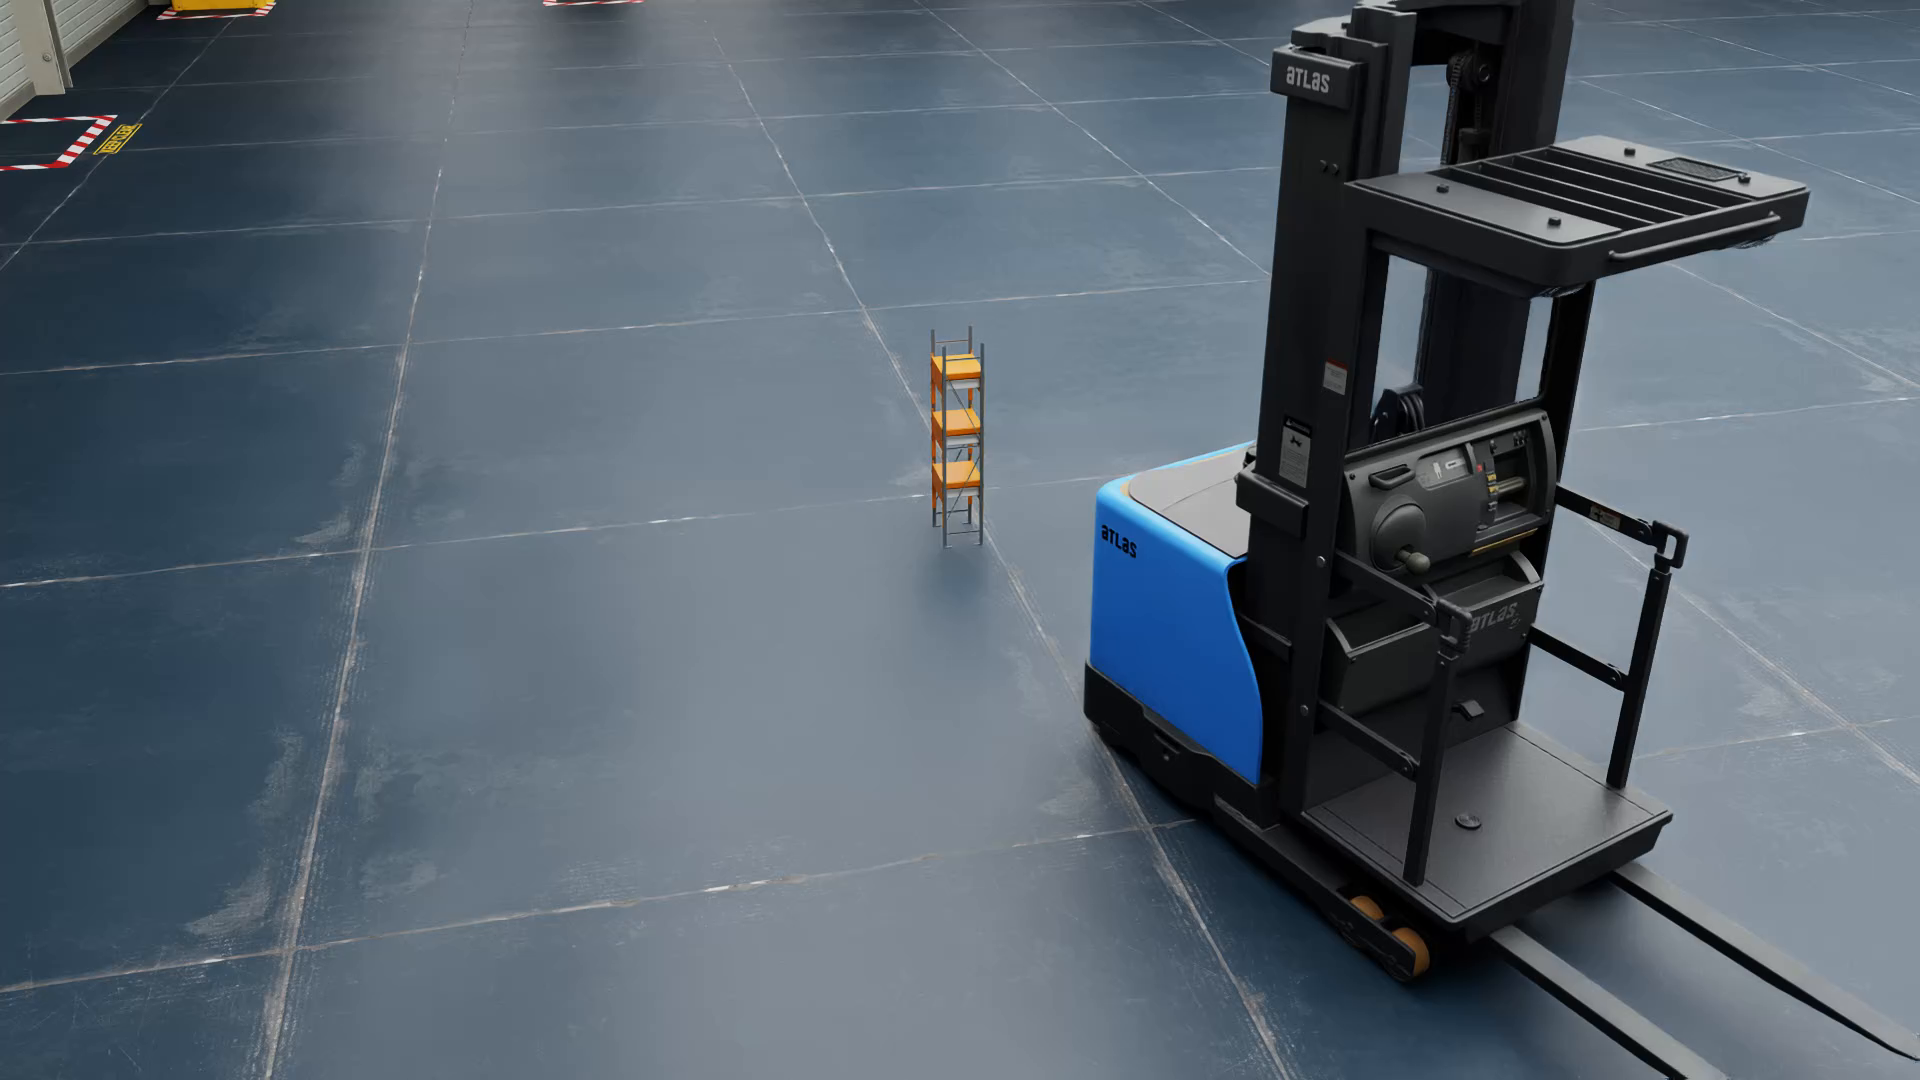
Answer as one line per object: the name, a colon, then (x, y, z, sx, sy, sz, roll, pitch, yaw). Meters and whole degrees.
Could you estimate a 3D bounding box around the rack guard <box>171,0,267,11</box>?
rack guard: (-10.052, -7.466, 22.488, 1.175, 0.500, 0.348, -6, 27, -12)

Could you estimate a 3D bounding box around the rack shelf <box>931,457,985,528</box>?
rack shelf: (-0.012, -0.235, 8.190, 0.215, 0.259, 0.240, -6, 27, -12)

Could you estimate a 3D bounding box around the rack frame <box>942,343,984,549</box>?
rack frame: (0.015, -0.439, 7.954, 0.200, 1.050, 0.008, -6, 27, -12)

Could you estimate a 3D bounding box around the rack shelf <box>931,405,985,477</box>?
rack shelf: (-0.012, -0.483, 8.065, 0.215, 0.259, 0.240, -6, 27, -12)

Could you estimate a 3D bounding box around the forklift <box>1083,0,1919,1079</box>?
forklift: (1.715, -0.119, 5.234, 1.130, 2.935, 3.031, -16, 31, -29)

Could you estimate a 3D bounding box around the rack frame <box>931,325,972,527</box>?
rack frame: (-0.040, -0.546, 8.166, 0.200, 1.050, 0.008, -6, 27, -12)

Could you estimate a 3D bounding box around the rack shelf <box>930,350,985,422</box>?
rack shelf: (-0.012, -0.736, 7.937, 0.215, 0.259, 0.240, -6, 27, -12)

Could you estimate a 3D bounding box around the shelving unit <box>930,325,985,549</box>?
shelving unit: (-0.012, -0.492, 8.060, 0.215, 1.050, 0.252, -6, 27, -12)

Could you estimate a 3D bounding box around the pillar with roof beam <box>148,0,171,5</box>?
pillar with roof beam: (-6.841, -11.884, 21.808, 9.100, 9.000, 0.400, -6, 27, -12)

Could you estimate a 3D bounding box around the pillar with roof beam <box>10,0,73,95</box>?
pillar with roof beam: (-5.489, -9.250, 16.589, 9.100, 9.000, 0.400, -6, 27, -12)
